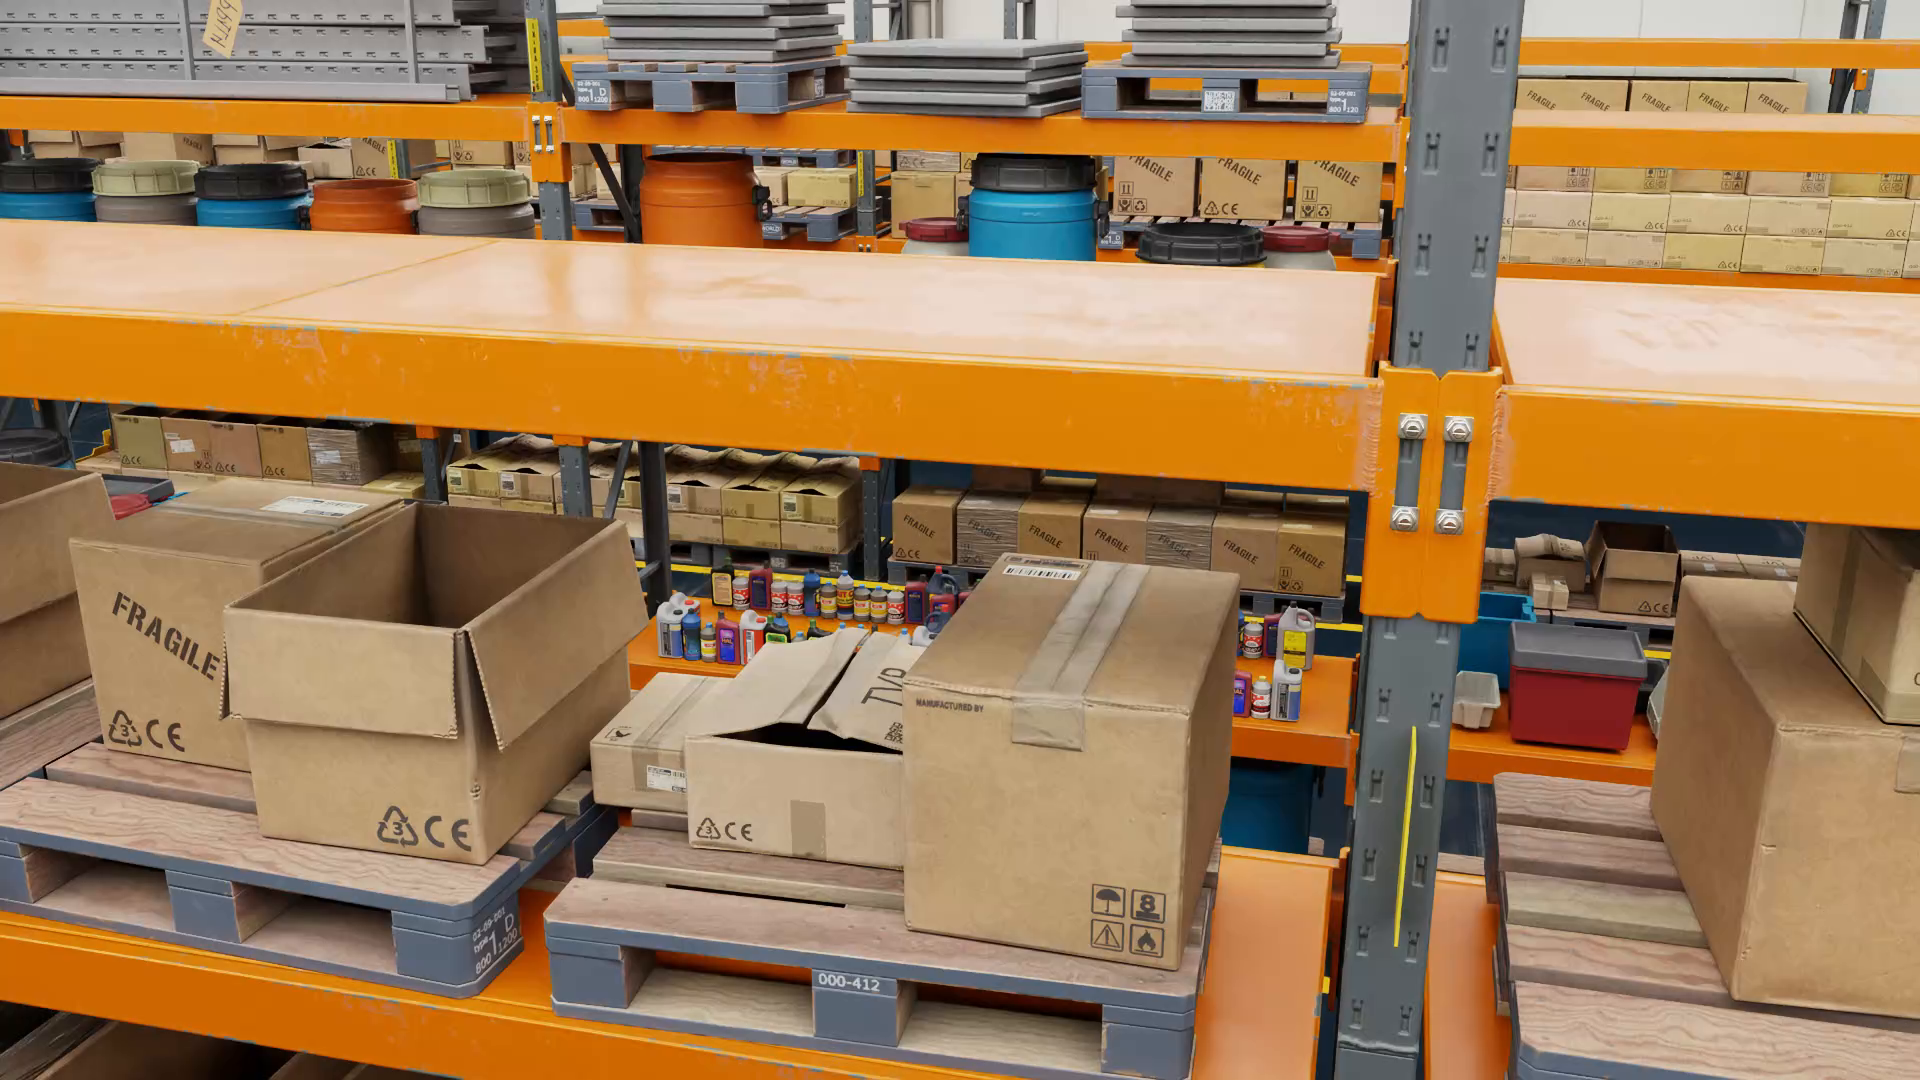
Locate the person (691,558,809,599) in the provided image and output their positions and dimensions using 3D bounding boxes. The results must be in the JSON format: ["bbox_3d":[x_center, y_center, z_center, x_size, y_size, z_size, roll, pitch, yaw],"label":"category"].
[{"bbox_3d":[-1.415,0.596,11.381,0.860,0.971,0.443,4,19,11],"label":"person"}]
